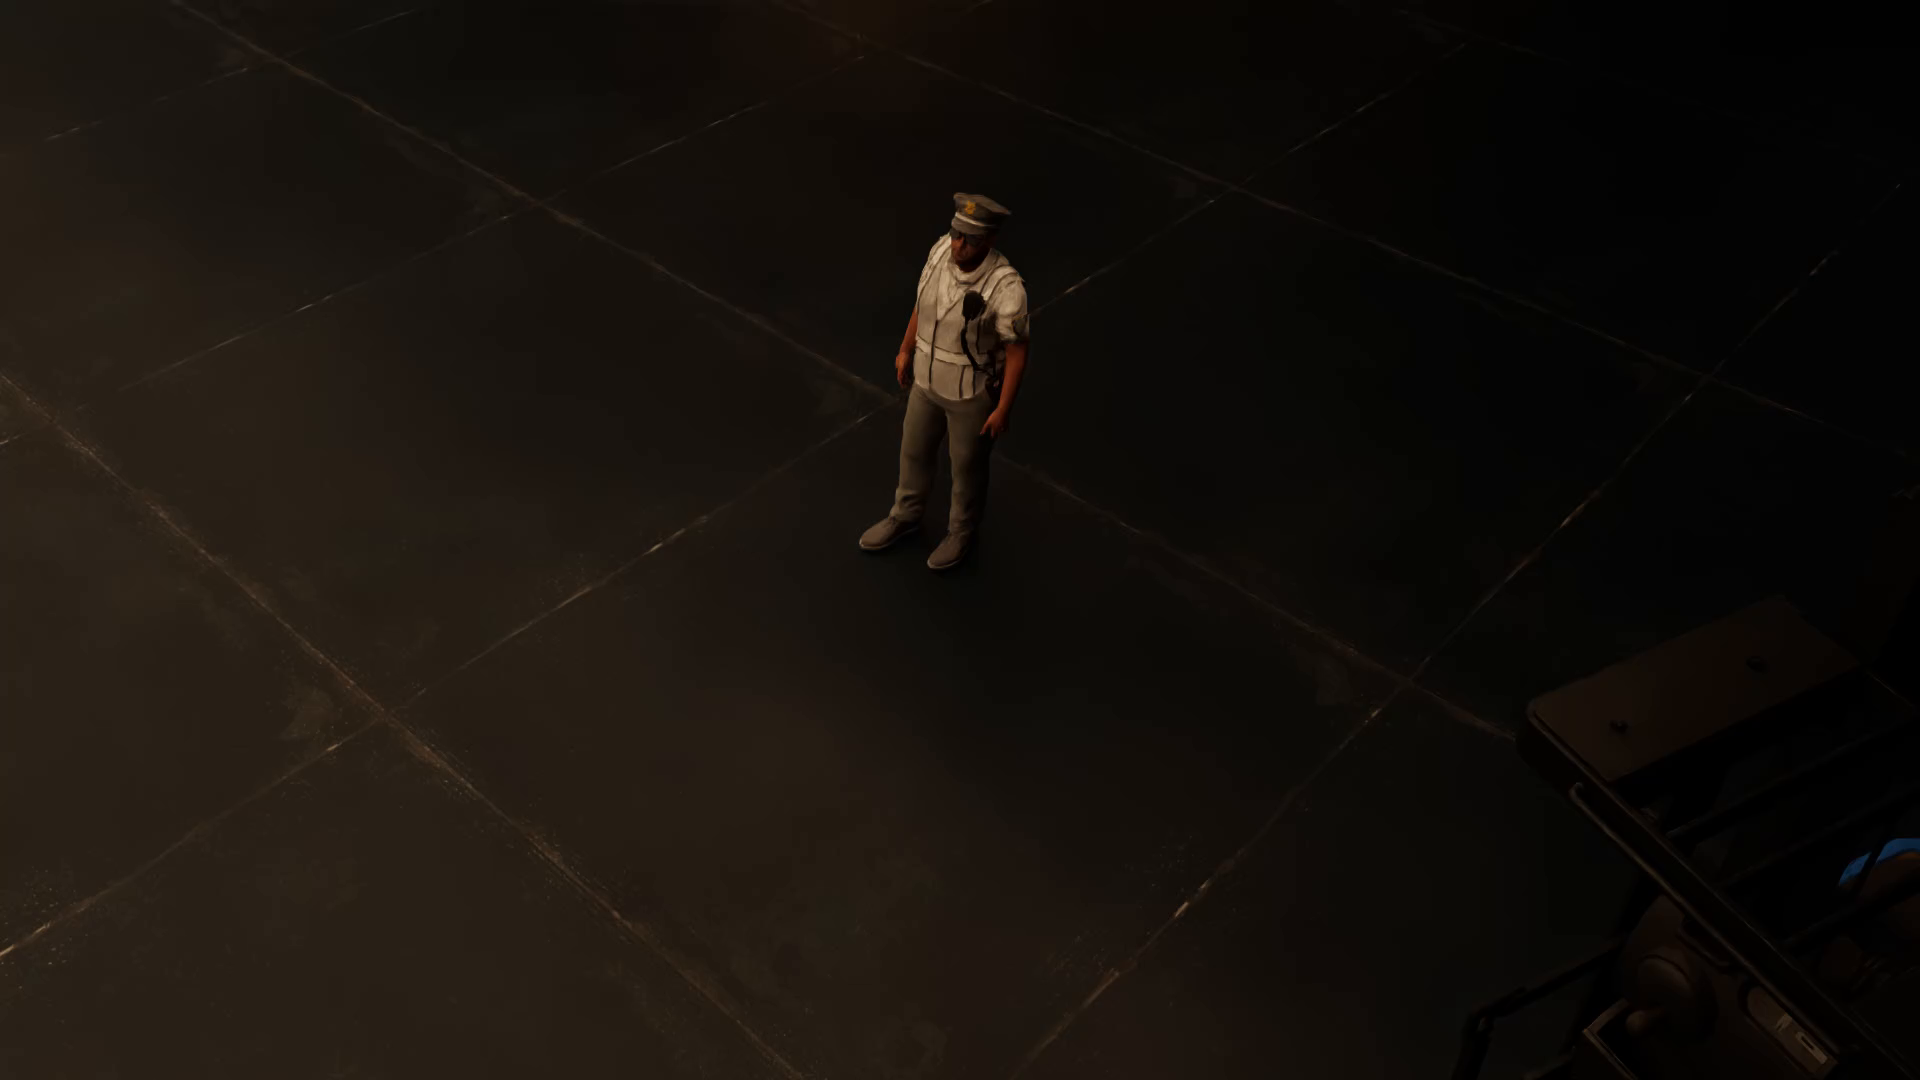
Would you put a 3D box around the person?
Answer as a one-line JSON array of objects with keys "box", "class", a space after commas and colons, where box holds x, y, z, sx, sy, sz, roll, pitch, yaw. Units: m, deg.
[{"box": [-0.061, -0.650, 7.056, 0.640, 1.781, 0.574, 31, 49, 31], "class": "person"}]

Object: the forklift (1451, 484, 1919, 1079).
[{"box": [1.813, 1.297, 3.916, 3.031, 2.935, 1.130, -19, 44, -21], "class": "forklift"}]
